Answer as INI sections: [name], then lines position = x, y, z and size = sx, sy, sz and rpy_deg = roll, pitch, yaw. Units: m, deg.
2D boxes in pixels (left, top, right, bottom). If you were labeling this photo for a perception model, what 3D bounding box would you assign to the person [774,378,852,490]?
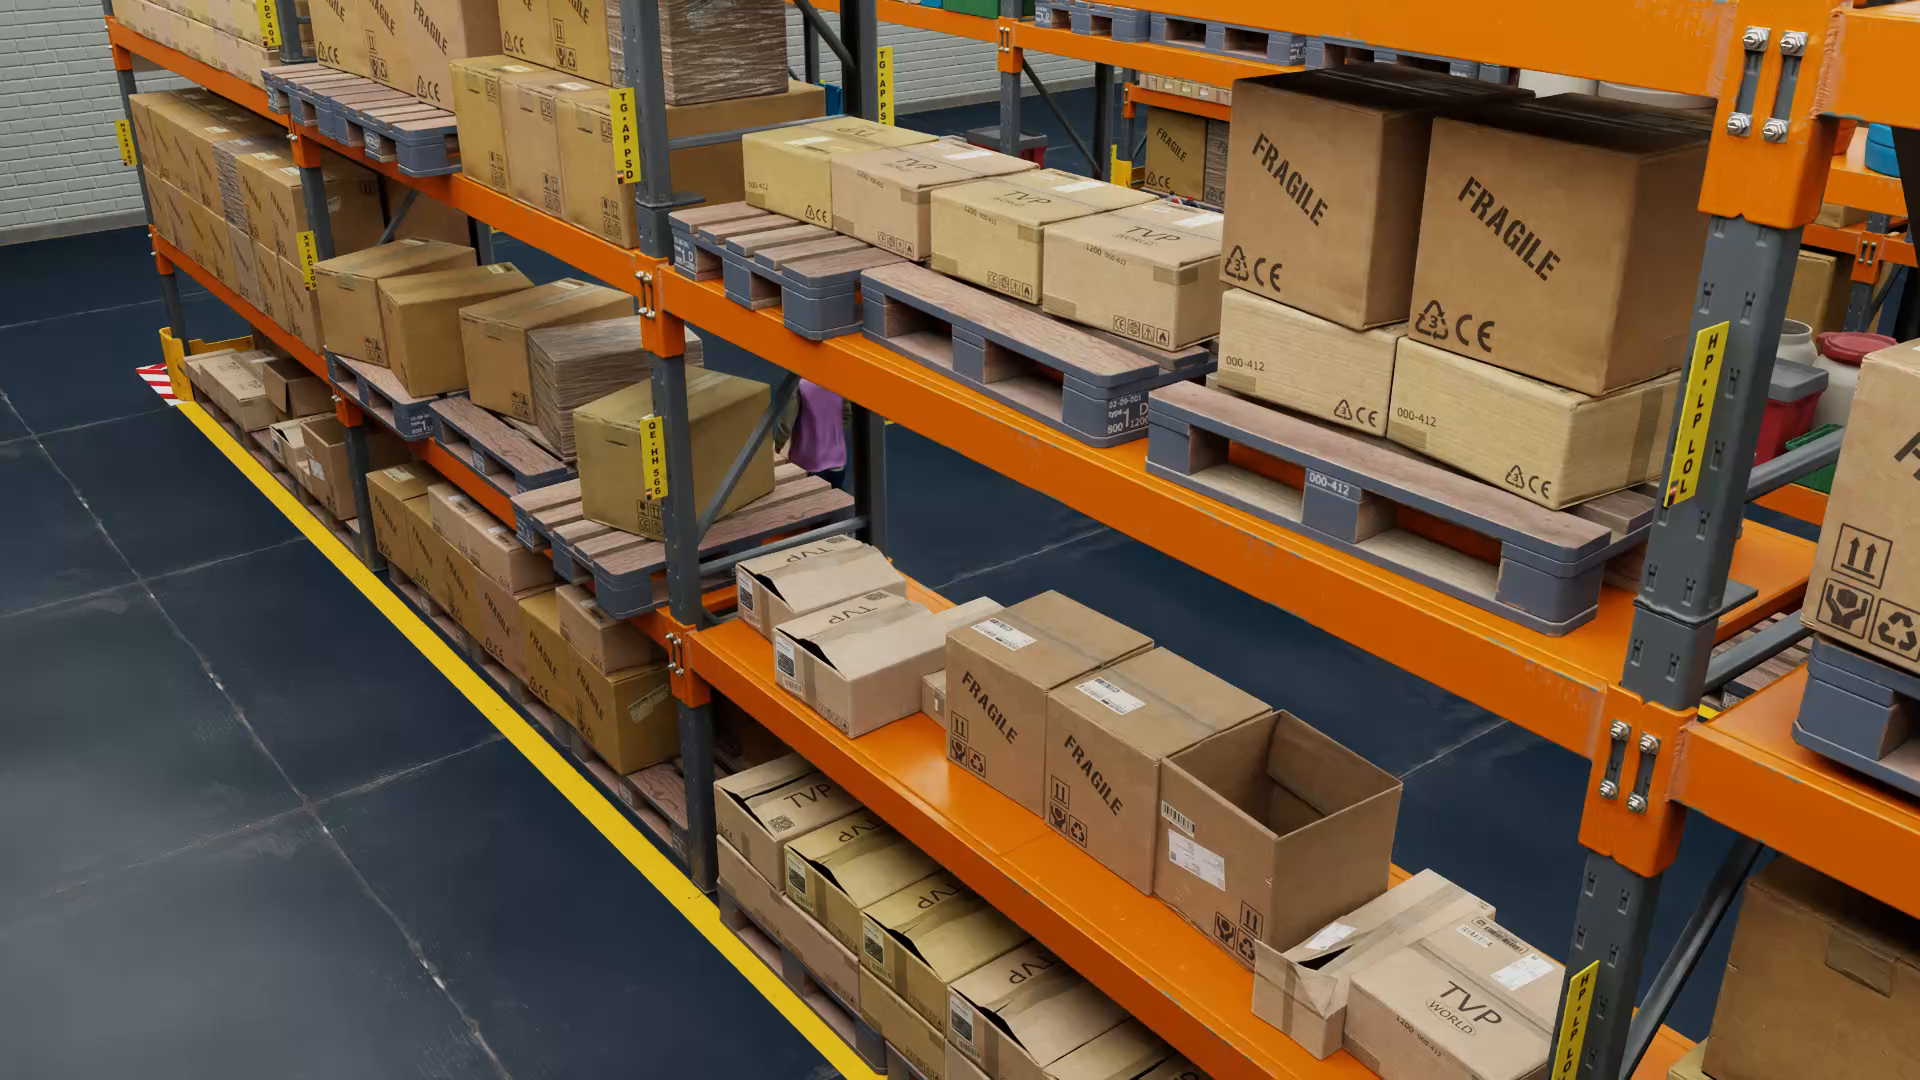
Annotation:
[person]
position = -0.830, -0.447, 9.608
size = 0.513, 1.566, 0.429
rpy_deg = -20, 31, -36
